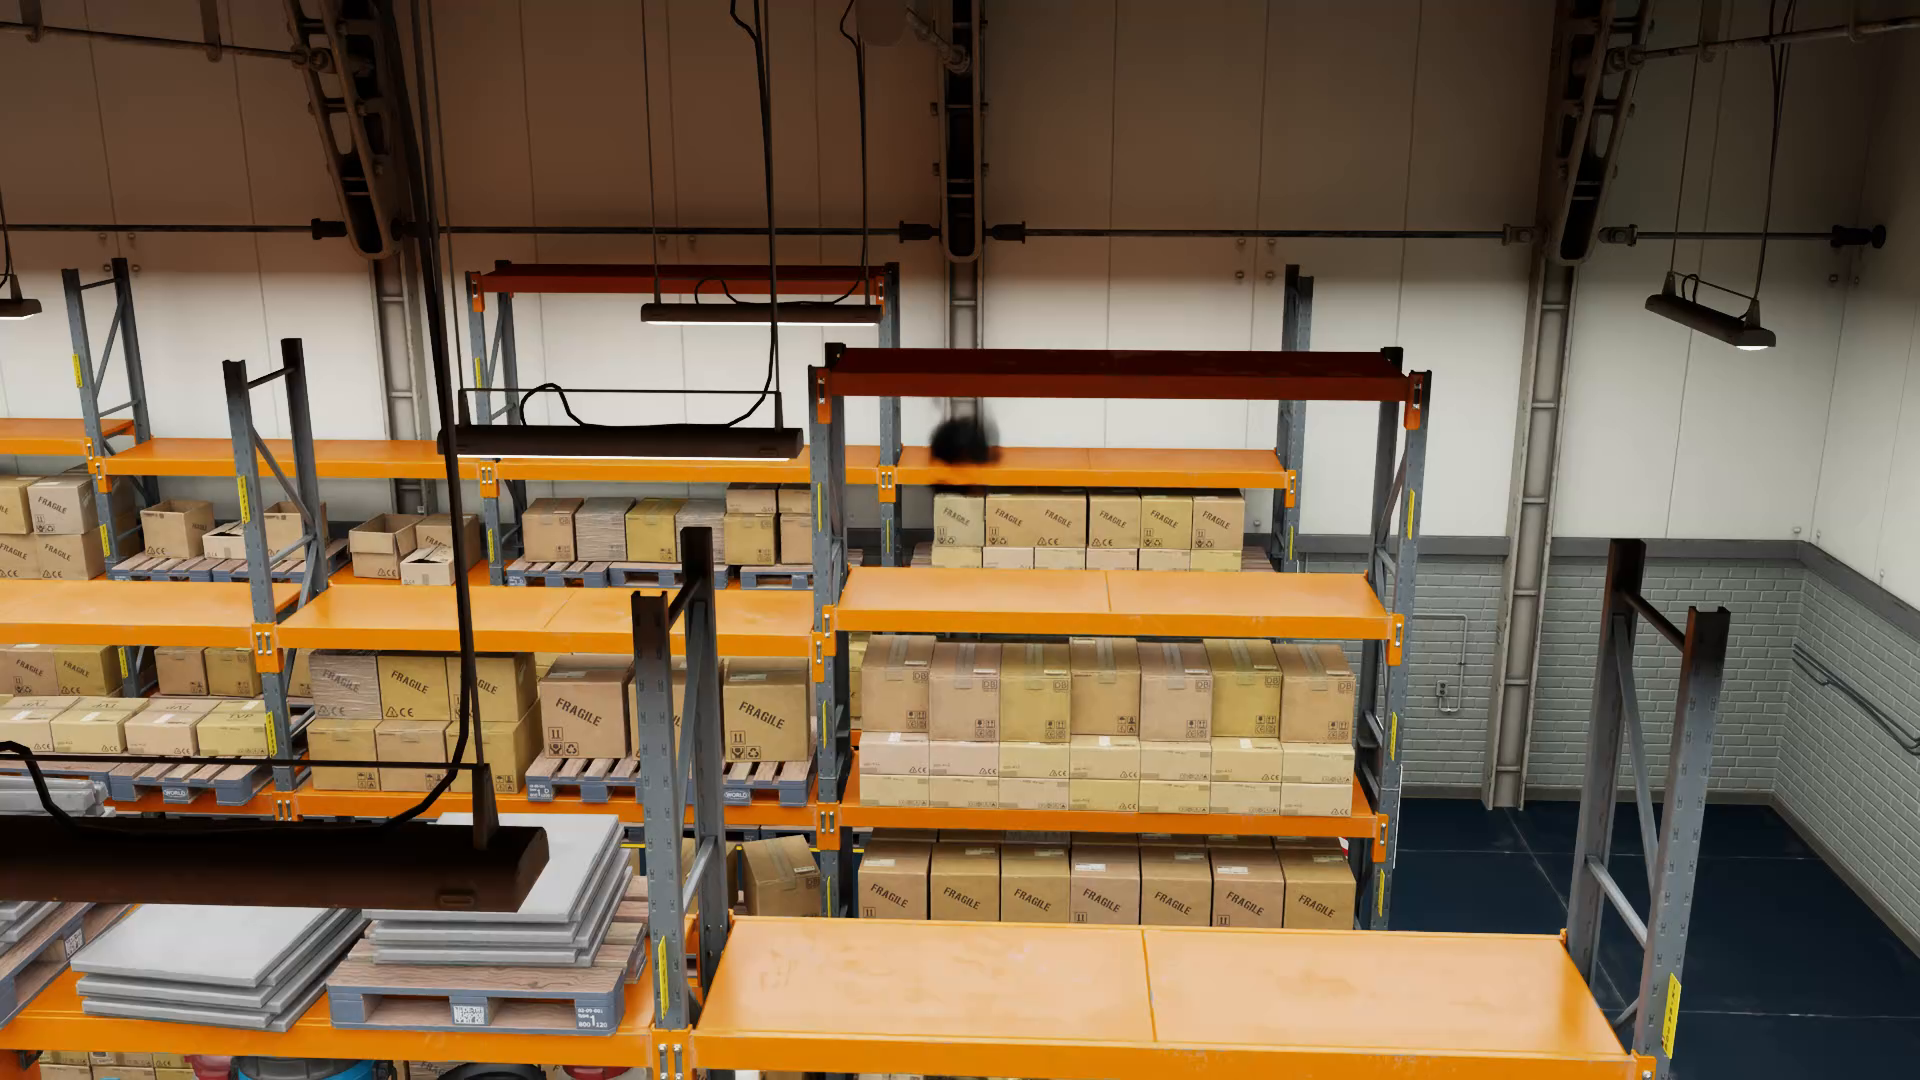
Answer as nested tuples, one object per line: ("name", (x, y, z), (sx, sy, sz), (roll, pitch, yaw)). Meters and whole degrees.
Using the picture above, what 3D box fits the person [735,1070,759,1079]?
("person", (-1.485, 4.221, 10.934), (0.689, 1.803, 0.675), (-1, 16, -4))
